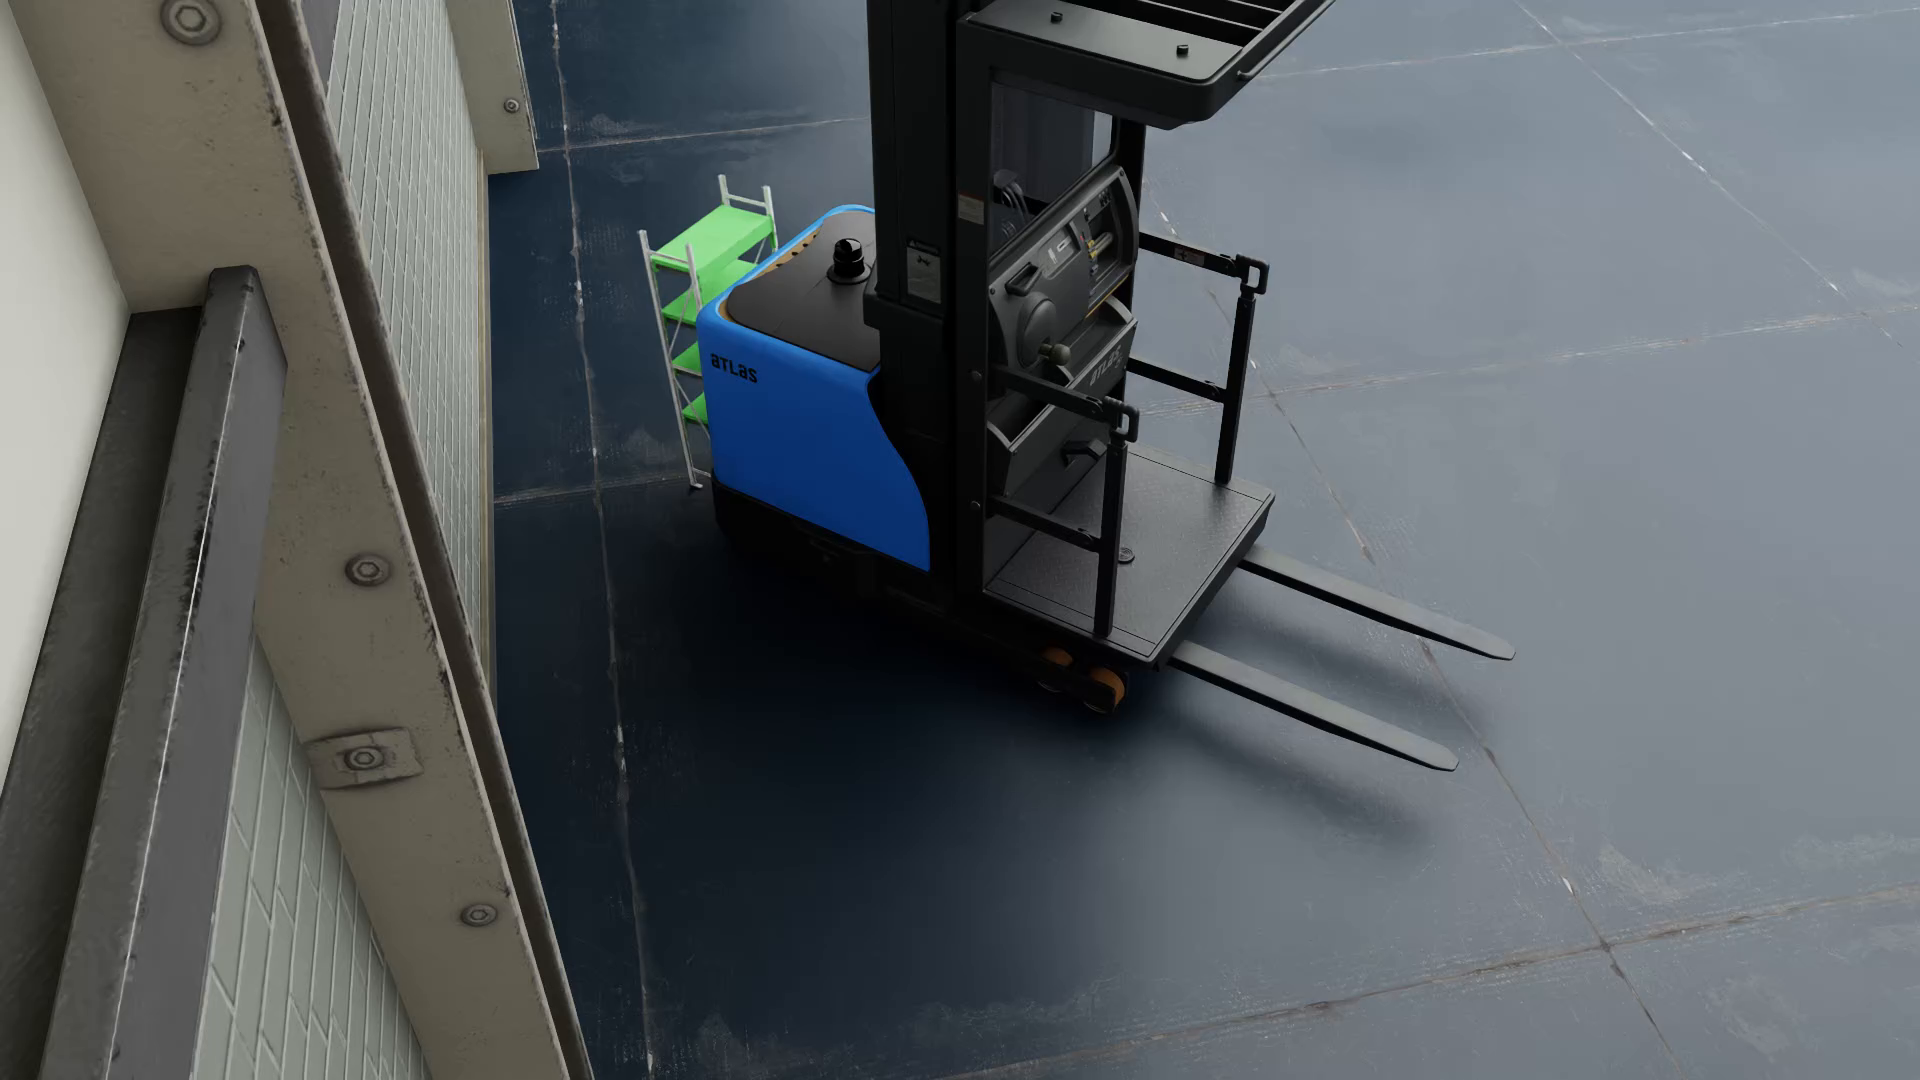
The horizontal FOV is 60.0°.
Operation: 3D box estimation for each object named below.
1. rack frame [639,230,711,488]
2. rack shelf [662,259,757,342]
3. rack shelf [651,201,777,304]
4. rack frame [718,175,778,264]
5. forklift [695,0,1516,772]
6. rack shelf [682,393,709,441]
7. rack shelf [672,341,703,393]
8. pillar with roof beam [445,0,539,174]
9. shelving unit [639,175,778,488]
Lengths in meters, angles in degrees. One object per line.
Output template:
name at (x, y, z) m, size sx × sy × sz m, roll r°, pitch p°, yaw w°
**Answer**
rack frame at (-1.064, -0.665, 6.582) m, size 0.240 × 1.200 × 0.015 m, roll 19°, pitch 45°, yaw 26°
rack shelf at (-0.948, -0.939, 6.626) m, size 0.258 × 0.148 × 0.480 m, roll 19°, pitch 45°, yaw 26°
rack shelf at (-0.963, -1.124, 6.474) m, size 0.258 × 0.148 × 0.480 m, roll 19°, pitch 45°, yaw 26°
rack frame at (-0.811, -0.941, 6.894) m, size 0.240 × 1.200 × 0.015 m, roll 19°, pitch 45°, yaw 26°
forklift at (0.536, -0.876, 5.529) m, size 3.031 × 2.935 × 1.130 m, roll 22°, pitch 46°, yaw 23°
rack shelf at (-0.919, -0.569, 6.930) m, size 0.258 × 0.148 × 0.480 m, roll 19°, pitch 45°, yaw 26°
rack shelf at (-0.934, -0.754, 6.778) m, size 0.258 × 0.148 × 0.480 m, roll 19°, pitch 45°, yaw 26°
pillar with roof beam at (1.726, -6.100, 6.843) m, size 9.100 × 9.000 × 0.400 m, roll -8°, pitch 42°, yaw -9°
shelving unit at (-0.937, -0.803, 6.738) m, size 0.258 × 1.200 × 0.503 m, roll 19°, pitch 45°, yaw 26°
